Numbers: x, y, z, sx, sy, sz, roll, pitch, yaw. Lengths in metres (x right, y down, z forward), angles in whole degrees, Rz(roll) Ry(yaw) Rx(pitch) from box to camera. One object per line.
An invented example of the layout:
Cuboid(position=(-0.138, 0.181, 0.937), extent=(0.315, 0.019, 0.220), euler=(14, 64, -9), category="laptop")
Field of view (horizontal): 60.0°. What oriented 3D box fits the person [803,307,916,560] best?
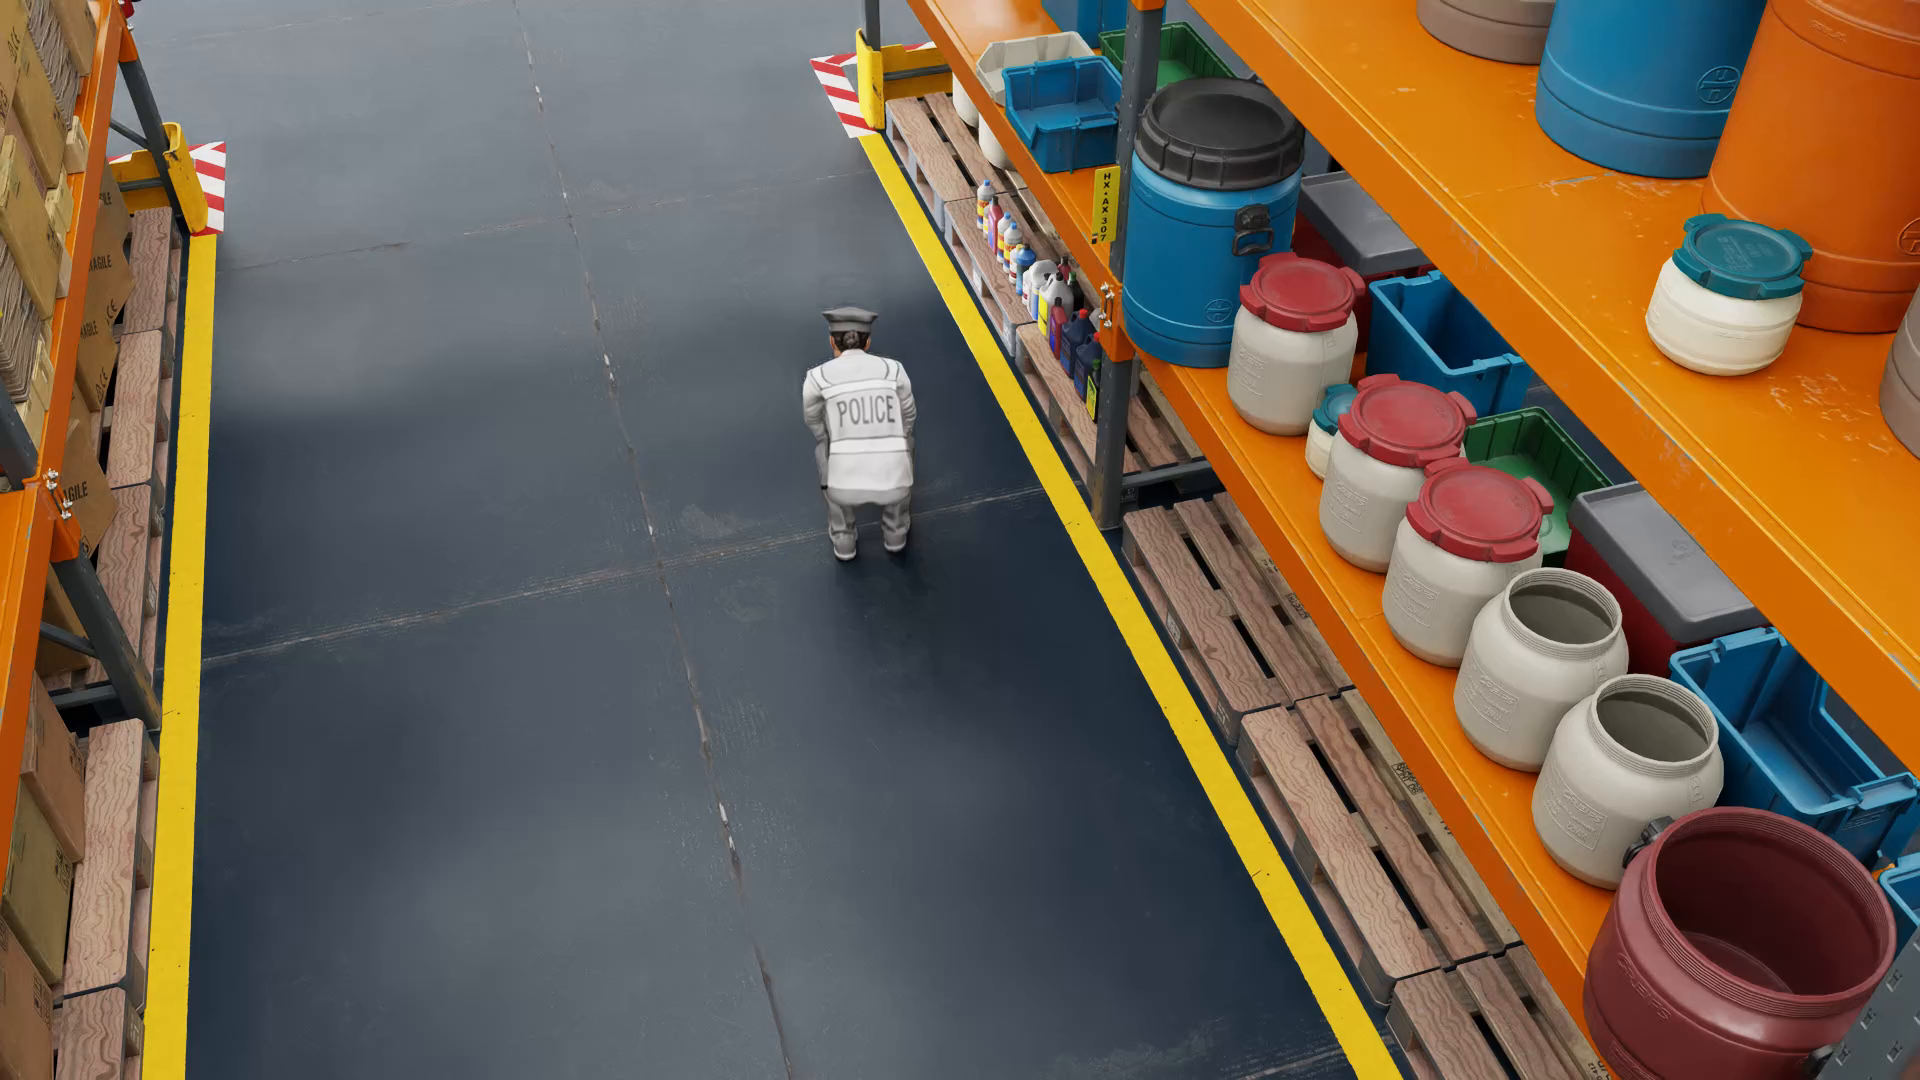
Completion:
Cuboid(position=(-0.428, -0.438, 7.131), extent=(0.488, 1.006, 0.820), euler=(-2, 43, -2), category="person")
